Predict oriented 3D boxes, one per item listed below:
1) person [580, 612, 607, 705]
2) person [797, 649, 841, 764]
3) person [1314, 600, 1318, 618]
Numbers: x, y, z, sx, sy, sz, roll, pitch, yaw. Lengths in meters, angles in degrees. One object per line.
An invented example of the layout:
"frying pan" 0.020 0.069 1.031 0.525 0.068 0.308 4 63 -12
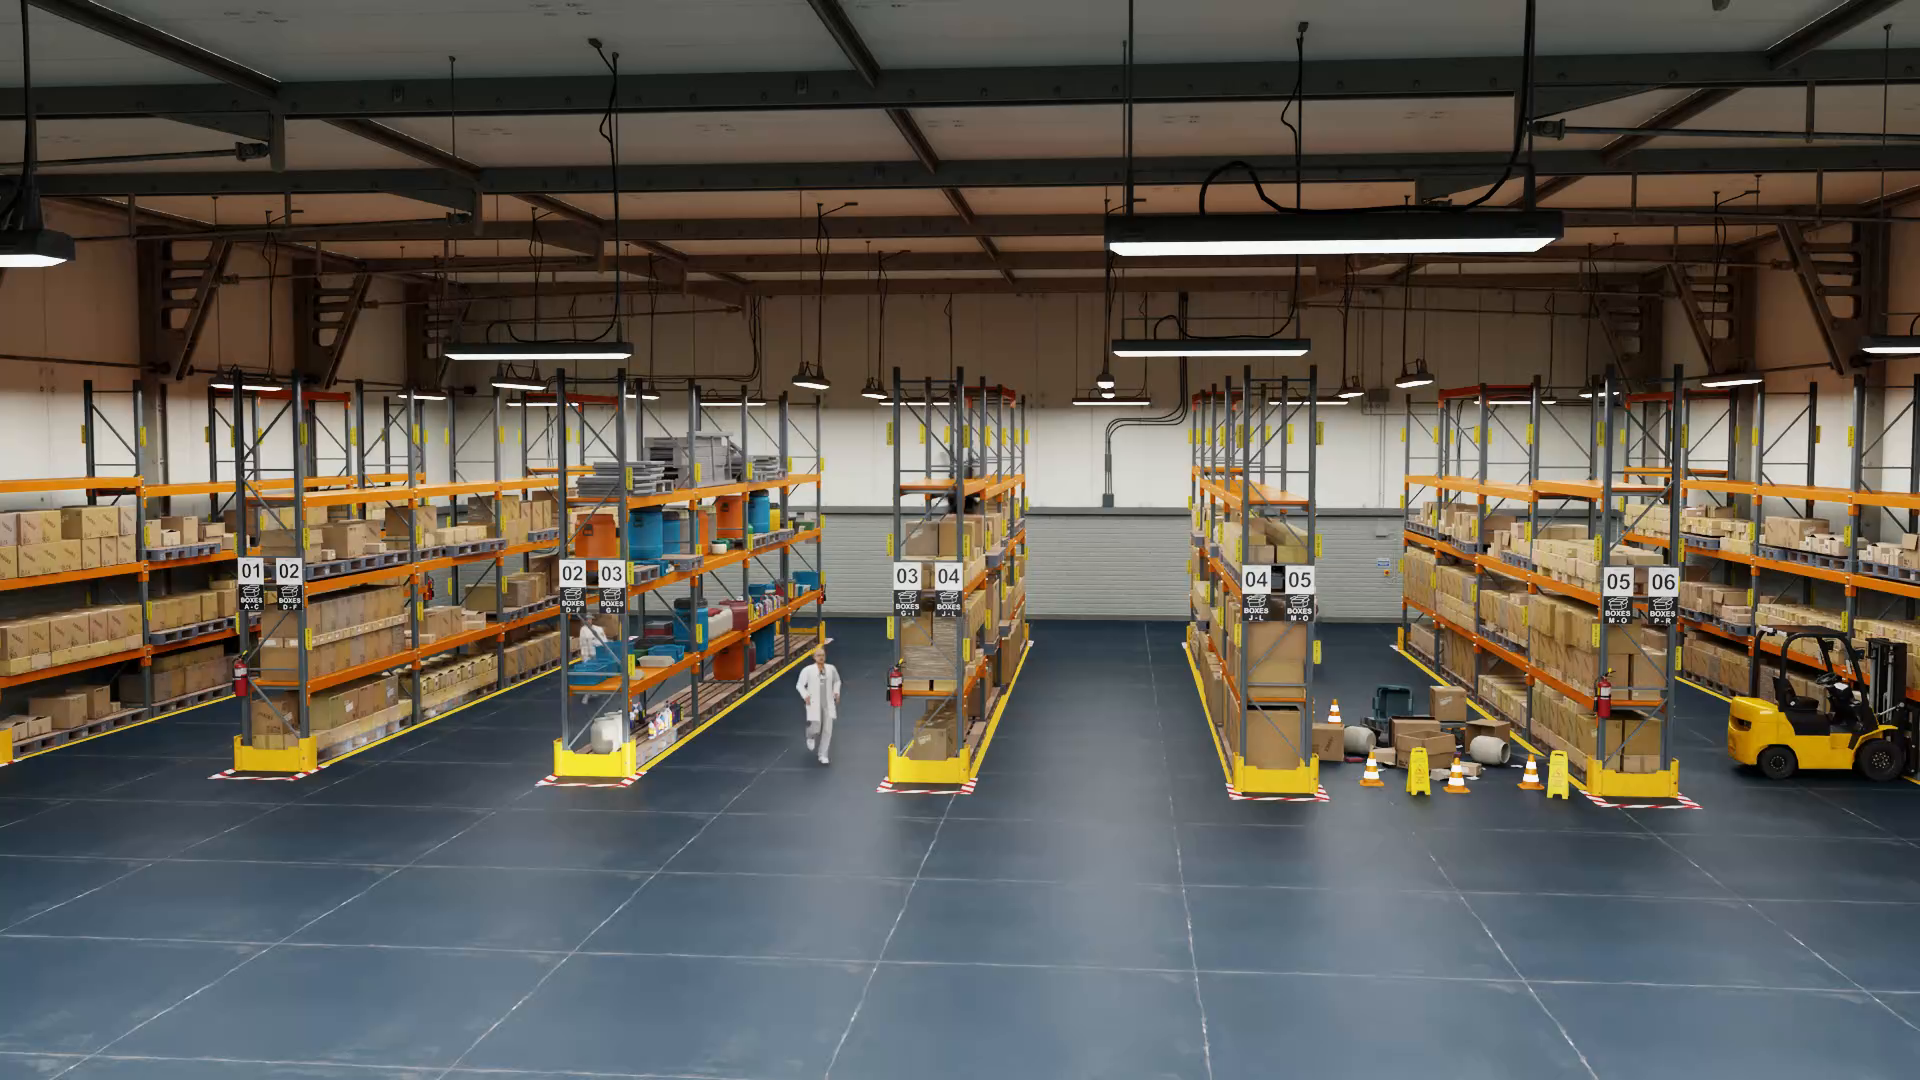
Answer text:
"person" -6.936 2.216 31.423 0.584 1.749 0.776 0 4 2
"person" -2.156 2.540 25.676 0.723 1.739 0.799 -1 4 -20
"person" 7.568 1.820 36.946 0.696 1.762 0.941 0 4 -2
